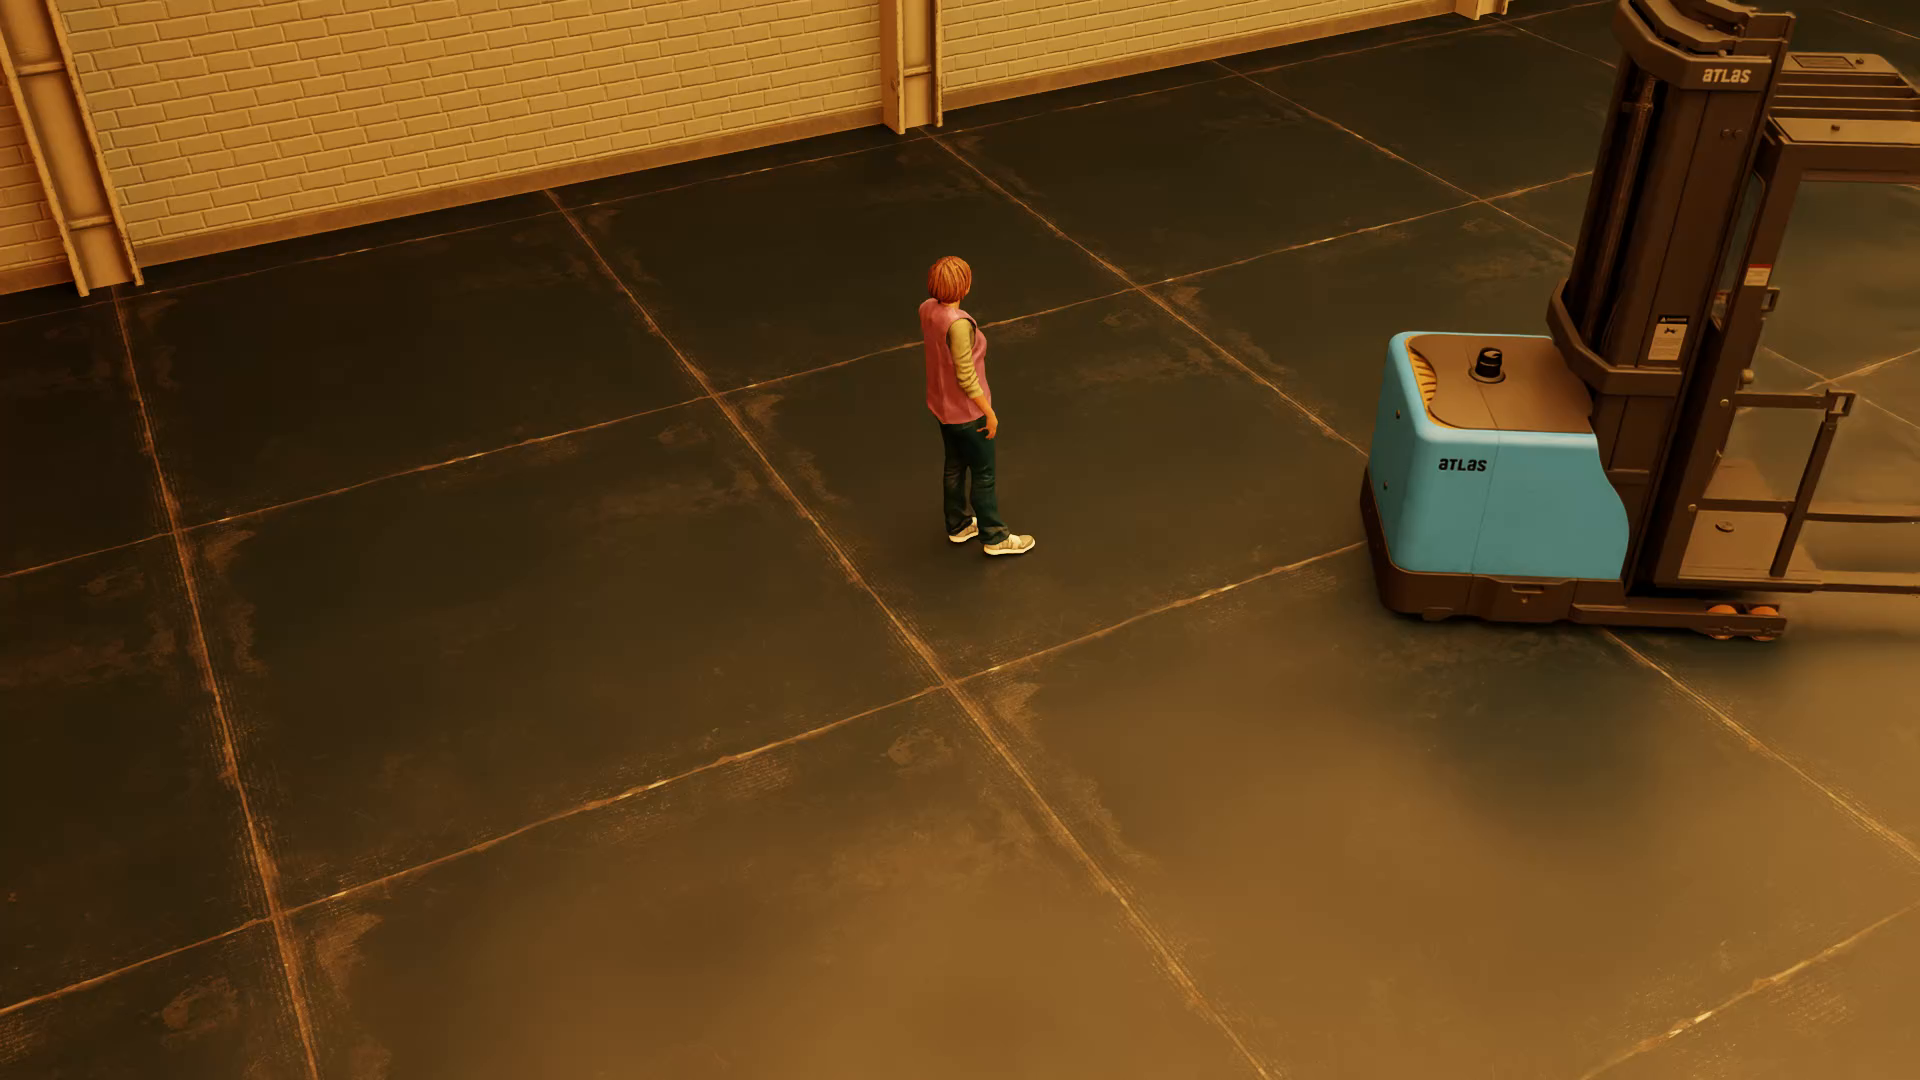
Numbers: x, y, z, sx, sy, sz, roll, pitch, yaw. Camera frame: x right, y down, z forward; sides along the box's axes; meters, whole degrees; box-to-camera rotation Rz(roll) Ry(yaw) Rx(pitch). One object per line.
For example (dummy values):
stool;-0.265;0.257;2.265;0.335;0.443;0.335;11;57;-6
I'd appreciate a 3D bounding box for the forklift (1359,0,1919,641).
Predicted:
forklift;3.601;-1.032;7.582;3.031;2.935;1.130;2;35;3

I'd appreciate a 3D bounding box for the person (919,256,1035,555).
person;0.072;-0.669;8.218;0.473;1.592;0.521;-17;39;-23
